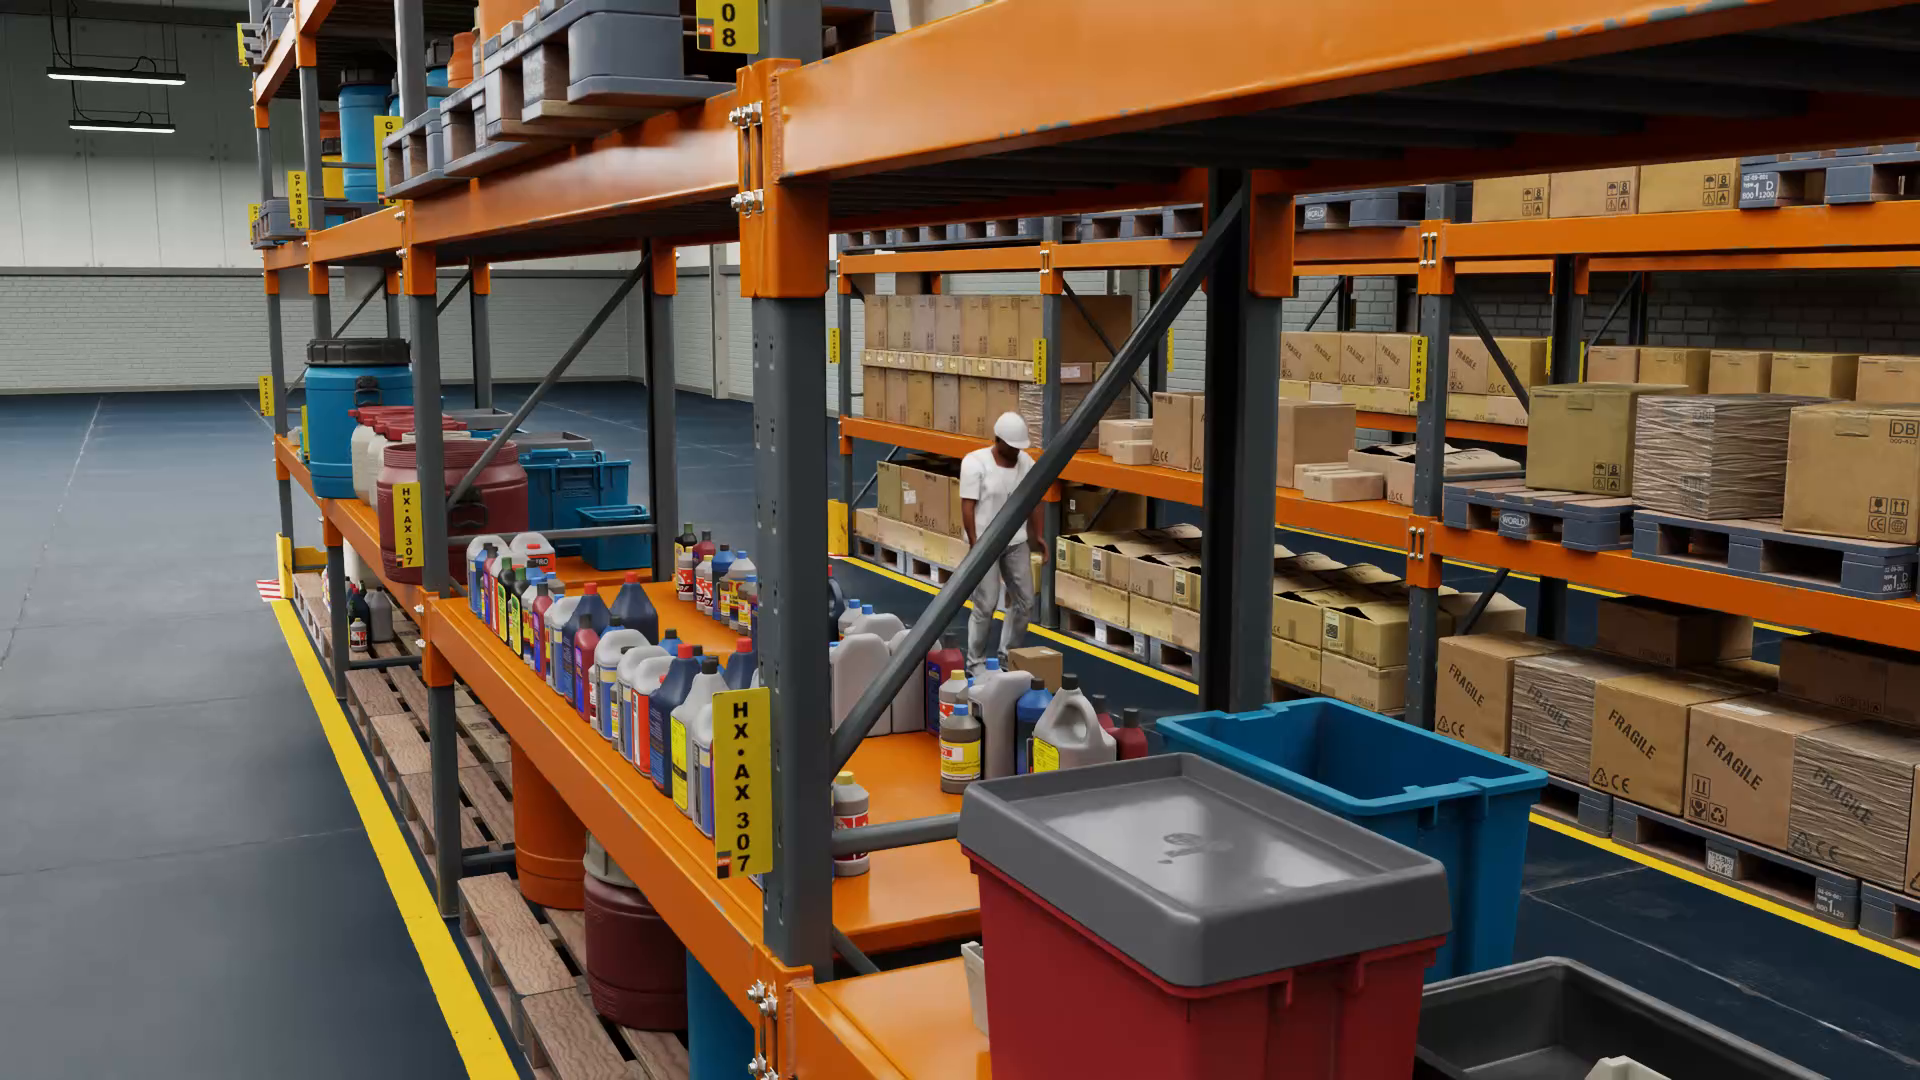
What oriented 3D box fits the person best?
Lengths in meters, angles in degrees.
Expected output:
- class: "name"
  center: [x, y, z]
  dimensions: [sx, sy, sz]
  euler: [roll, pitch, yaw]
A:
- class: "person"
  center: [0.282, 0.031, 10.724]
  dimensions: [0.591, 1.717, 0.453]
  euler: [-4, 9, -26]
